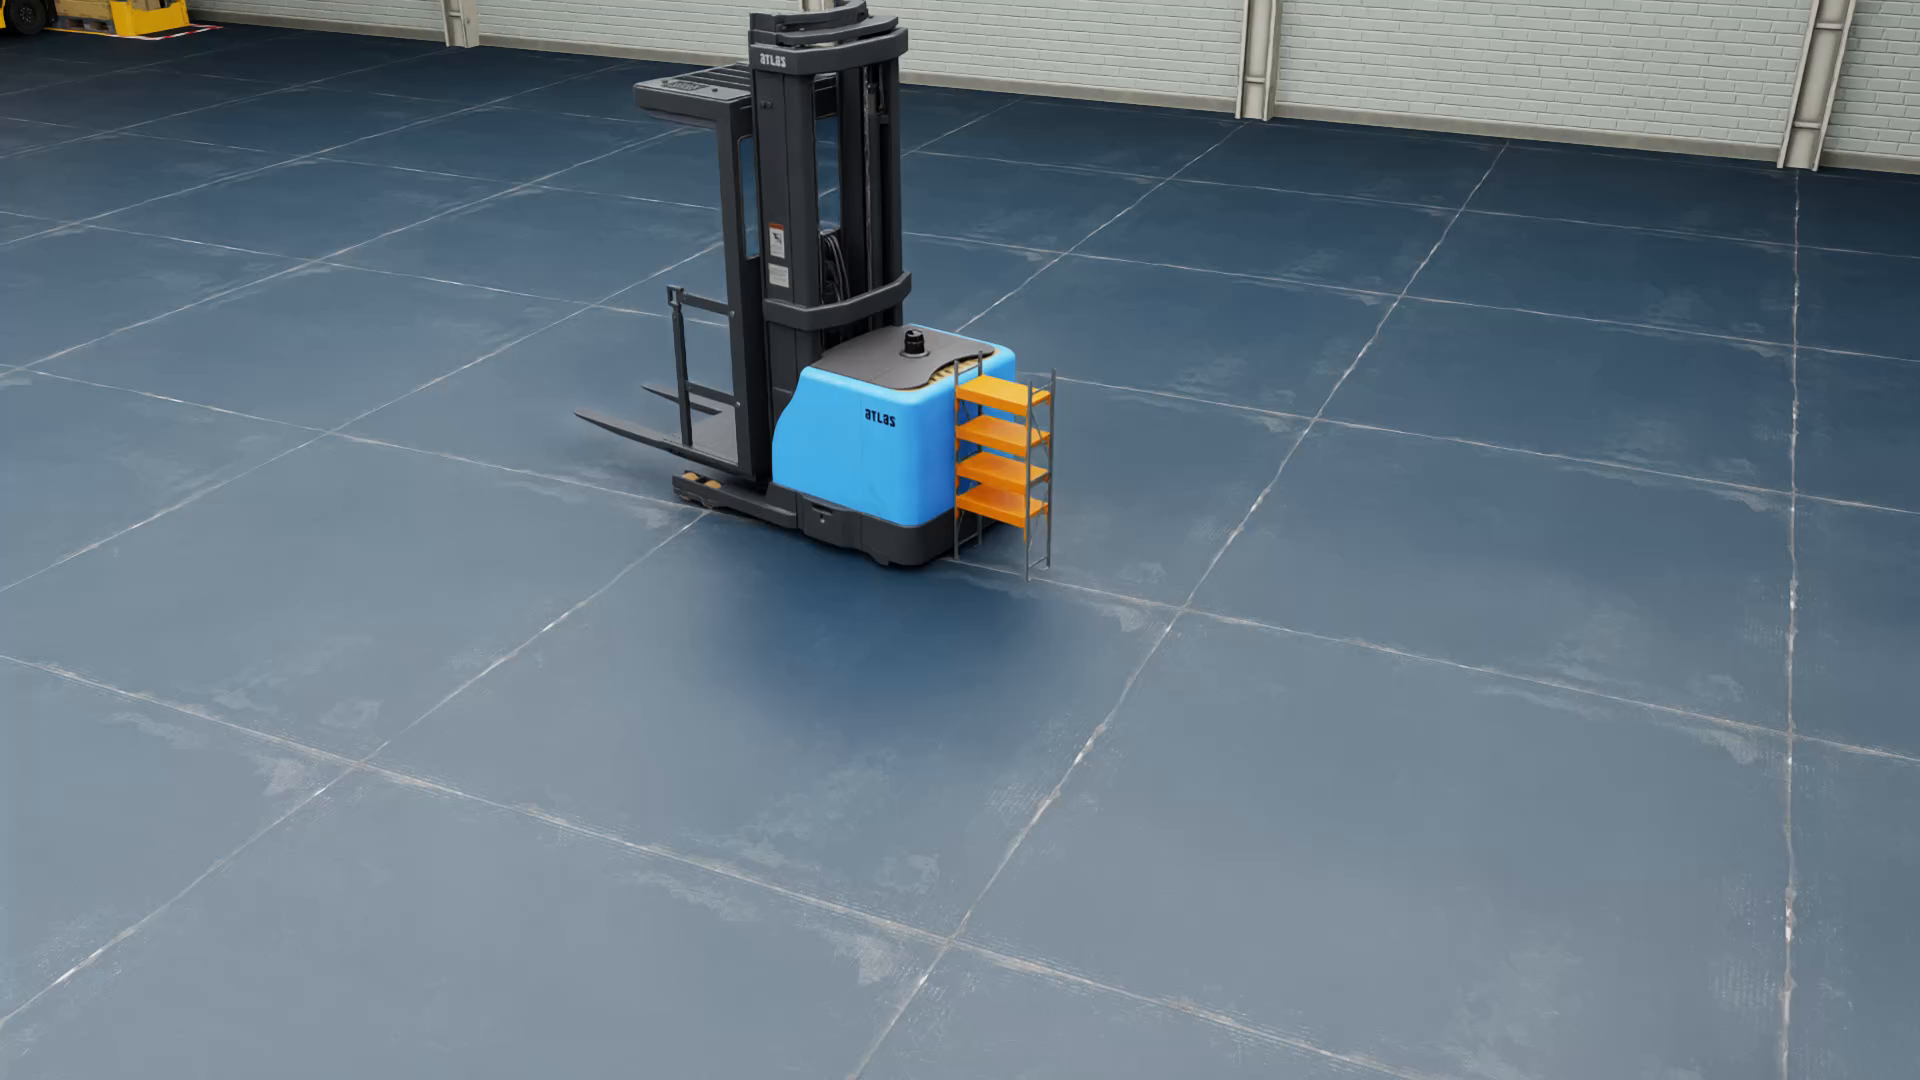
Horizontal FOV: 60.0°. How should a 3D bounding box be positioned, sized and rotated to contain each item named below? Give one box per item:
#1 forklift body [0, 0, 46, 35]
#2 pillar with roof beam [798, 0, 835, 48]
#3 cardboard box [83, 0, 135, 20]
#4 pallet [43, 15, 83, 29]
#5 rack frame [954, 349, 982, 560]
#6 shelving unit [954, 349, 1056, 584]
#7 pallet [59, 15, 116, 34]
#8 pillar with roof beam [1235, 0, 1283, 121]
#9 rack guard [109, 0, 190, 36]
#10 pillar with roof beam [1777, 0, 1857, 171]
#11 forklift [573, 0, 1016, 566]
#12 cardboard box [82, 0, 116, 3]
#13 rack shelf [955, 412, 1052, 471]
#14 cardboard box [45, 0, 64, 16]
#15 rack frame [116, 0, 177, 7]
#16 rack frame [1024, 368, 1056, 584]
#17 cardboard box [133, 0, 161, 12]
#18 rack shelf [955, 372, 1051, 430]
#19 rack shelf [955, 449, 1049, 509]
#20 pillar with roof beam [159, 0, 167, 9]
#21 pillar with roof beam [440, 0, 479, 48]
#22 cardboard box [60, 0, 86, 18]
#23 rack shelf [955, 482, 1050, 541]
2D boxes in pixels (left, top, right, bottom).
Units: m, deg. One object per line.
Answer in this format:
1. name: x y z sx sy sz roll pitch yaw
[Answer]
1. forklift body: -15.034 -8.510 24.599 1.214 2.155 2.313 11 28 22
2. pillar with roof beam: -3.672 -8.533 16.894 0.400 9.000 9.100 11 28 22
3. cardboard box: -13.111 -8.191 25.628 0.500 0.250 0.500 12 28 22
4. pallet: -14.373 -8.373 26.517 1.213 0.211 1.003 11 28 22
5. rack frame: 0.046 -0.469 9.345 0.015 1.200 0.240 18 32 33
6. shelving unit: 0.240 -0.404 9.213 0.503 1.200 0.258 18 32 33
7. pallet: -13.266 -8.149 26.063 1.213 0.211 1.003 11 28 22
8. pillar with roof beam: 1.790 -7.436 14.666 0.400 9.000 9.100 11 28 22
9. rack guard: -12.531 -8.151 25.740 0.348 0.500 1.175 11 28 22
10. pillar with roof beam: 7.252 -6.339 12.438 0.400 9.000 9.100 11 28 22
11. forklift: -1.146 -1.674 9.833 3.031 2.935 1.130 18 32 33
12. cardboard box: -13.125 -8.420 25.527 0.500 0.250 0.500 11 28 21
13. rack shelf: 0.240 -0.545 9.144 0.480 0.148 0.258 18 32 33
14. cardboard box: -14.012 -8.381 26.014 0.500 0.250 0.500 12 29 22
15. rack frame: -12.553 -9.277 25.197 0.127 3.000 1.000 11 28 22
16. rack frame: 0.435 -0.339 9.081 0.015 1.200 0.240 18 32 33
17. cardboard box: -12.919 -8.400 26.054 0.500 0.250 0.500 11 28 22
18. rack shelf: 0.240 -0.757 9.039 0.480 0.148 0.258 18 32 33
19. rack shelf: 0.240 -0.344 9.243 0.480 0.148 0.258 18 32 33
20. pillar with roof beam: -14.596 -10.727 21.351 0.400 9.000 9.100 11 28 22
21. pillar with roof beam: -9.134 -9.630 19.123 0.400 9.000 9.100 11 28 22
22. cardboard box: -13.560 -8.286 25.821 0.500 0.250 0.500 11 28 22
23. rack shelf: 0.240 -0.166 9.330 0.480 0.148 0.258 18 32 33
